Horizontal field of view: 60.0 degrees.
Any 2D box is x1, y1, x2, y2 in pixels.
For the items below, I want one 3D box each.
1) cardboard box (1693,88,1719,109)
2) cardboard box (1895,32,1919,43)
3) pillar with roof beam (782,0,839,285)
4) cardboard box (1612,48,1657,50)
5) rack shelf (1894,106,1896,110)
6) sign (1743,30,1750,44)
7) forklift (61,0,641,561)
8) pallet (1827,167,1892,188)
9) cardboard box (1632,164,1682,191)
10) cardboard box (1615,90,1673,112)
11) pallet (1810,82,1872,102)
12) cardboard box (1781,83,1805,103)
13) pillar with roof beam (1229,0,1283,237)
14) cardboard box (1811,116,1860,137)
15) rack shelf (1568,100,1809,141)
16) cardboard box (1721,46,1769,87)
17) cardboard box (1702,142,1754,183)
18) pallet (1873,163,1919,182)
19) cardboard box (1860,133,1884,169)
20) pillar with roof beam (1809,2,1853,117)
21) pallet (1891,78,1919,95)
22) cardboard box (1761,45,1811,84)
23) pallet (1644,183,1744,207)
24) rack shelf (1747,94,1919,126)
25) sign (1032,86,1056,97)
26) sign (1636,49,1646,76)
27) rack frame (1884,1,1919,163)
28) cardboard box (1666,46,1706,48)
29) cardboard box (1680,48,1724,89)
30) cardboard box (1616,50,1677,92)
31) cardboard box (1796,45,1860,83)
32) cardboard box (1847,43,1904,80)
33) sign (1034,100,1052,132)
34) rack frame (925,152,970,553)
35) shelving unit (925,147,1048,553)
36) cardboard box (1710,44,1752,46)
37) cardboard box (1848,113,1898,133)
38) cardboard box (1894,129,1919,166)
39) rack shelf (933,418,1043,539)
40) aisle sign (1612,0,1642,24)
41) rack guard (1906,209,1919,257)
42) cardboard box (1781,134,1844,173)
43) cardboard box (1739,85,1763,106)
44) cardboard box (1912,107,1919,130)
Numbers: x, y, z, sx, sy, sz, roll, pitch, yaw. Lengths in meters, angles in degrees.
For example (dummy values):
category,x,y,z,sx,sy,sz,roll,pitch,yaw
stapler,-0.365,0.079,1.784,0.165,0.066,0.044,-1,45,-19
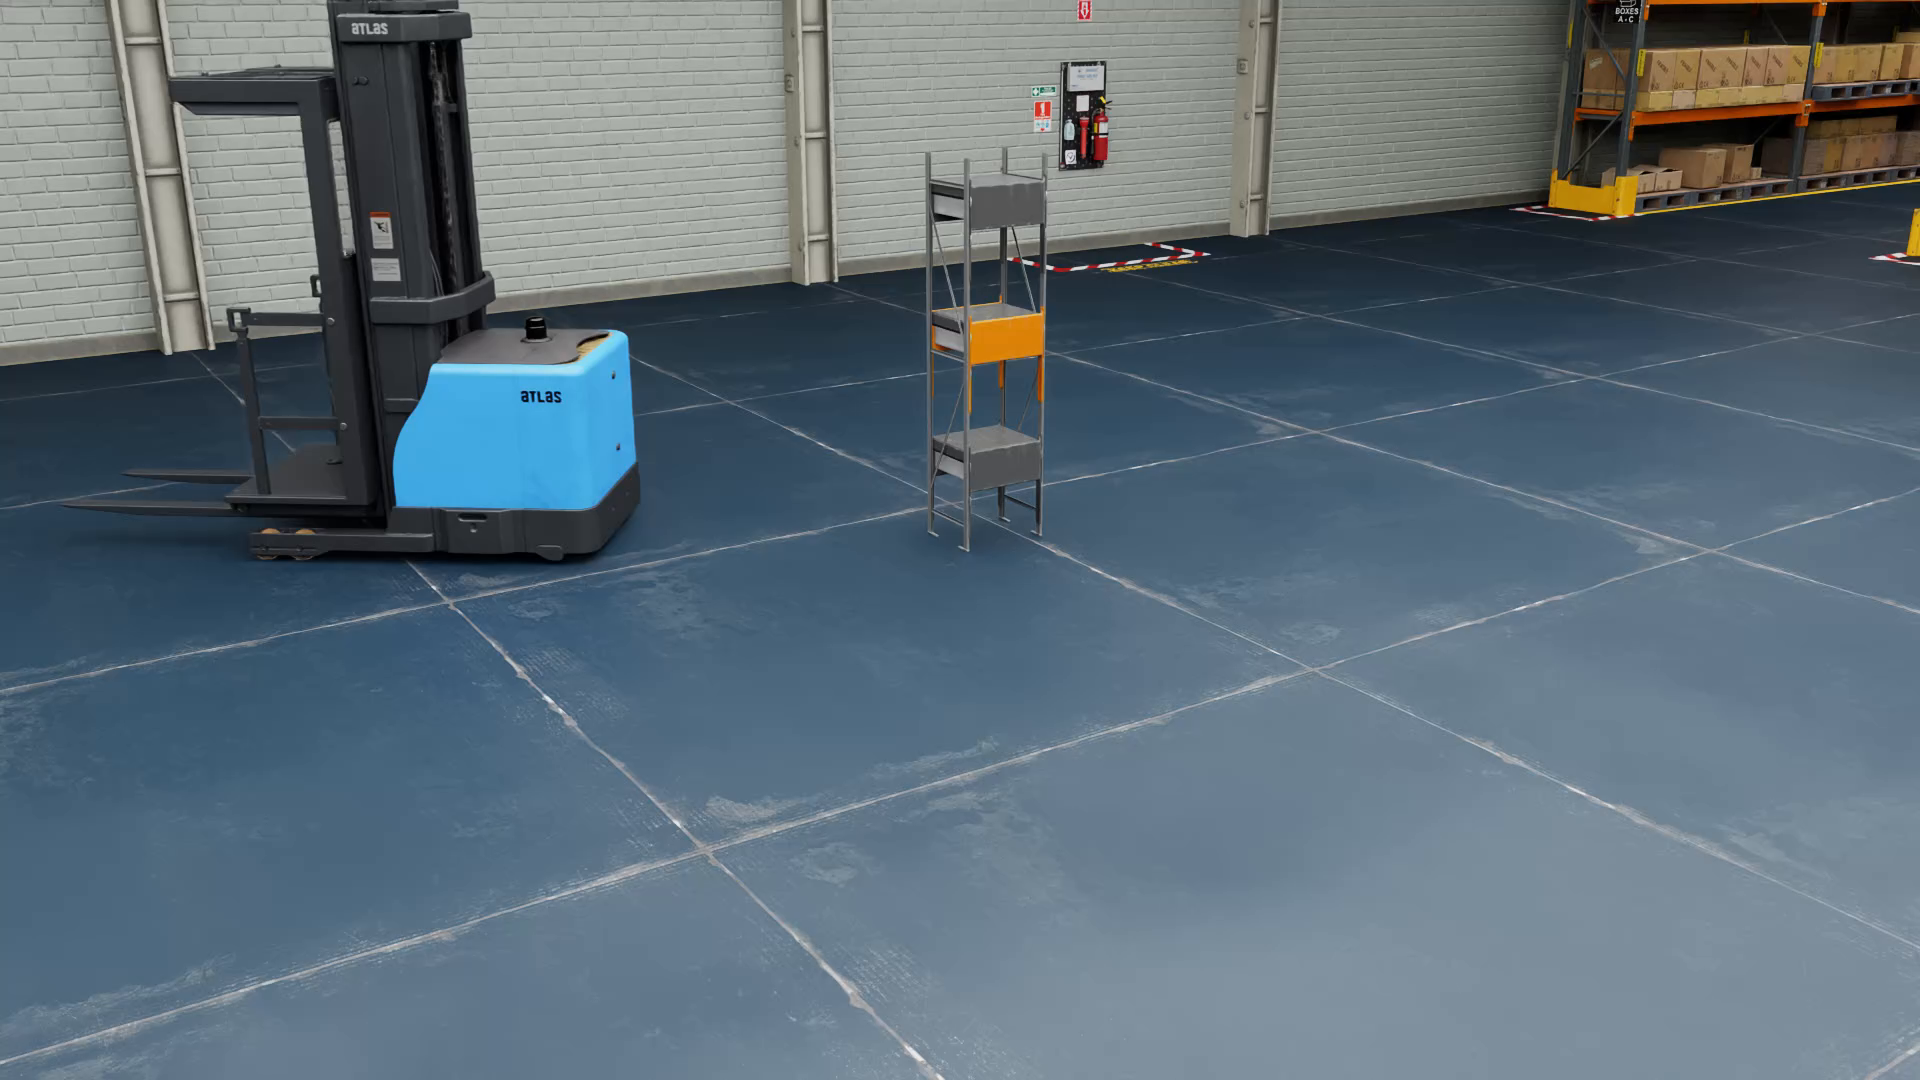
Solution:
category,x,y,z,sx,sy,sz,roll,pitch,yaw
cardboard box,9.853,-5.969,22.421,0.500,0.250,0.500,-12,22,-32
cardboard box,14.565,-7.689,25.449,0.250,0.149,0.380,-17,25,-40
pillar with roof beam,0.871,-5.778,12.284,0.400,9.000,9.100,-12,22,-31
cardboard box,9.119,-6.366,22.423,0.500,0.500,0.500,-12,22,-31
rack shelf,16.768,-7.267,27.180,4.000,0.370,1.077,-12,22,-31
sign,11.449,-7.247,24.190,0.005,0.325,0.100,-12,22,-31
forklift,-3.401,-1.444,8.940,3.031,2.935,1.130,1,19,4
pallet,13.426,-5.584,25.431,1.213,0.211,1.003,-12,22,-31
cardboard box,9.520,-4.979,22.801,0.500,0.311,0.500,-10,21,-27
cardboard box,8.998,-5.786,21.878,0.500,0.250,0.500,-13,22,-33
pallet,12.475,-6.556,24.252,1.213,0.211,1.003,-12,22,-31
cardboard box,11.528,-6.325,23.473,0.500,0.250,0.500,-12,22,-31
pillar with roof beam,5.882,-6.835,15.411,0.400,9.000,9.100,-12,22,-31
cardboard box,13.161,-6.236,25.051,0.500,0.250,0.500,-13,22,-33
rack shelf,10.086,-5.858,23.012,4.000,0.370,1.077,-12,22,-31
cardboard box,10.692,-6.503,22.830,0.500,0.500,0.500,-13,22,-33
cardboard box,10.912,-5.382,23.696,0.500,0.500,0.500,-14,23,-35
pallet,14.444,-5.797,26.063,1.213,0.211,1.003,-12,22,-31
cardboard box,13.631,-5.984,25.478,0.500,0.500,0.700,-12,22,-32
pillar with roof beam,15.904,-8.948,21.663,0.400,9.000,9.100,-12,22,-31
pallet,14.561,-7.011,25.598,1.003,0.211,1.213,-12,22,-31
cardboard box,11.532,-6.679,23.348,0.500,0.500,0.500,-12,22,-32
pallet,10.195,-4.886,23.368,1.213,0.211,1.003,-12,22,-31
rack shelf,13.427,-6.562,25.096,4.000,0.370,1.077,-12,22,-31
sign,0.919,-4.916,18.218,0.331,0.109,0.001,-12,22,-31
sign,8.715,-6.111,21.287,0.005,0.325,0.100,-12,22,-31
rack frame,15.098,-7.255,26.022,0.127,3.000,1.000,-12,22,-31
cardboard box,9.969,-6.547,22.958,0.500,0.500,0.500,-12,22,-31
cardboard box,9.833,-6.317,22.280,0.500,0.500,0.500,-13,22,-33
cardboard box,8.980,-6.144,21.766,0.500,0.500,0.500,-12,22,-31
cardboard box,12.671,-6.984,24.376,0.500,0.500,0.700,-9,21,-26
cardboard box,13.682,-7.200,25.017,0.500,0.500,0.700,-12,22,-31
sign,0.911,-4.666,18.308,0.234,0.329,0.001,-12,22,-31
rack frame,-0.066,-0.981,8.868,0.015,2.100,0.400,-12,22,-31
shelving unit,0.138,-1.024,8.995,0.503,2.100,0.431,-12,22,-31
cardboard box,10.815,-6.728,23.493,0.500,0.500,0.500,-12,22,-32
cardboard box,14.014,-6.411,25.569,0.500,0.250,0.500,-11,22,-30
cardboard box,14.525,-6.139,25.936,0.500,0.500,0.700,-12,22,-31
rack shelf,0.138,-0.348,9.223,0.480,0.518,0.431,-12,22,-31
aisle sign,8.521,-6.985,21.163,0.004,0.787,0.394,-12,22,-31
rack guard,11.124,-3.334,18.325,0.348,0.500,1.175,-12,22,-31
cardboard box,12.766,-5.814,24.974,0.500,0.500,0.700,-12,22,-32
cardboard box,10.696,-6.147,22.945,0.500,0.250,0.500,-12,22,-32
cardboard box,15.784,-6.530,26.579,0.750,0.750,0.750,-12,22,-32
